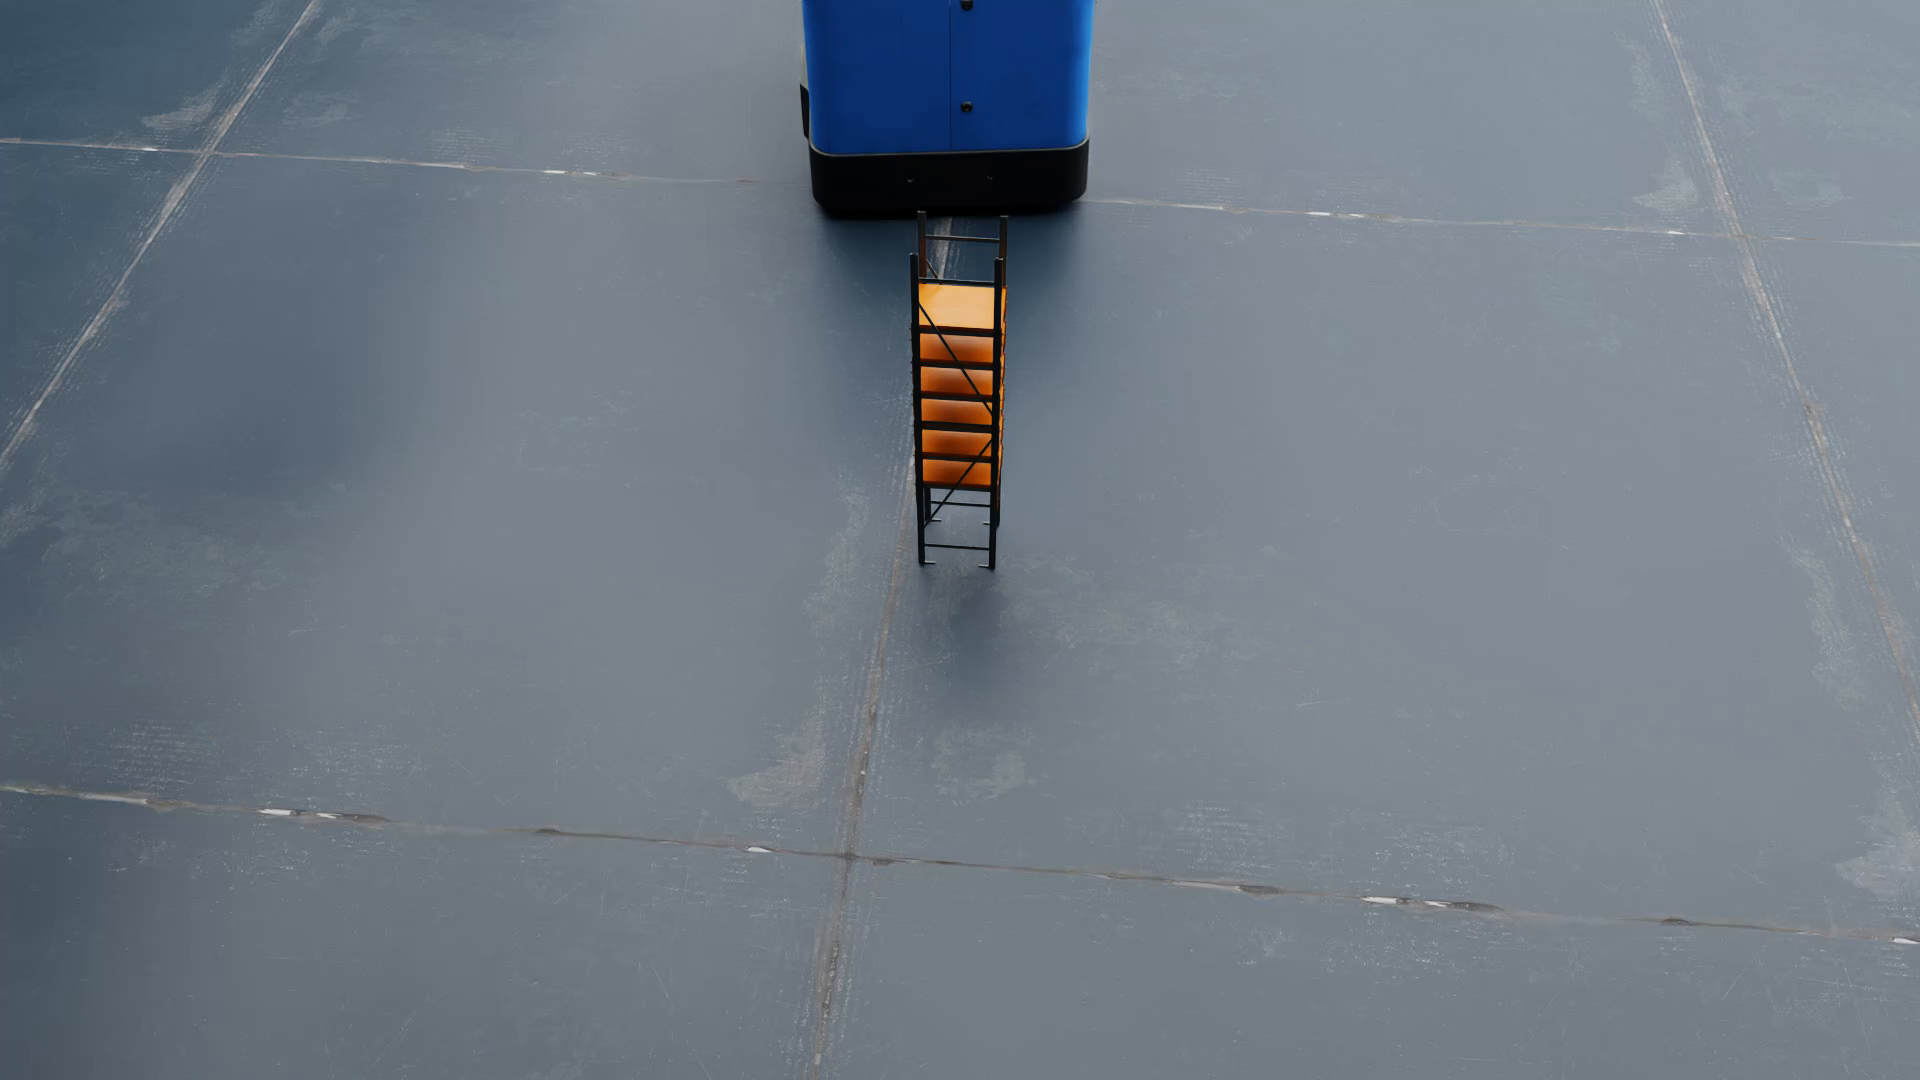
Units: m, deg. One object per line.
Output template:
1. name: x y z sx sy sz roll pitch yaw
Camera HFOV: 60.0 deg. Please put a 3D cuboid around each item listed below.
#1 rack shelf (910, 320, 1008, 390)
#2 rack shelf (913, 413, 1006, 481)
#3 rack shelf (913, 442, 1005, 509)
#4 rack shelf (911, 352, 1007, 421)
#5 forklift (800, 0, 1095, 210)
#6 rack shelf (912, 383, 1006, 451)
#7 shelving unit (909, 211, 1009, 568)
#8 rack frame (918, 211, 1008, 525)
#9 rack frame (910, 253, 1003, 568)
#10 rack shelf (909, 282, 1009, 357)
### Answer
1. rack shelf: -0.001 -0.526 4.653 0.258 0.103 0.180 4 48 4
2. rack shelf: -0.001 -0.283 4.919 0.258 0.103 0.180 4 48 4
3. rack shelf: -0.001 -0.202 5.007 0.258 0.103 0.180 4 48 4
4. rack shelf: -0.001 -0.445 4.742 0.258 0.103 0.180 4 48 4
5. forklift: -0.111 -3.322 6.302 1.130 2.935 3.031 -2 48 -2
6. rack shelf: -0.001 -0.364 4.830 0.258 0.103 0.180 4 48 4
7. shelving unit: -0.001 -0.394 4.798 0.258 1.200 0.189 4 48 4
8. rack frame: 0.007 -0.462 4.859 0.240 1.200 0.006 4 48 4
9. rack frame: -0.010 -0.327 4.736 0.240 1.200 0.006 4 48 4
10. rack shelf: -0.001 -0.607 4.565 0.258 0.103 0.180 4 48 4
